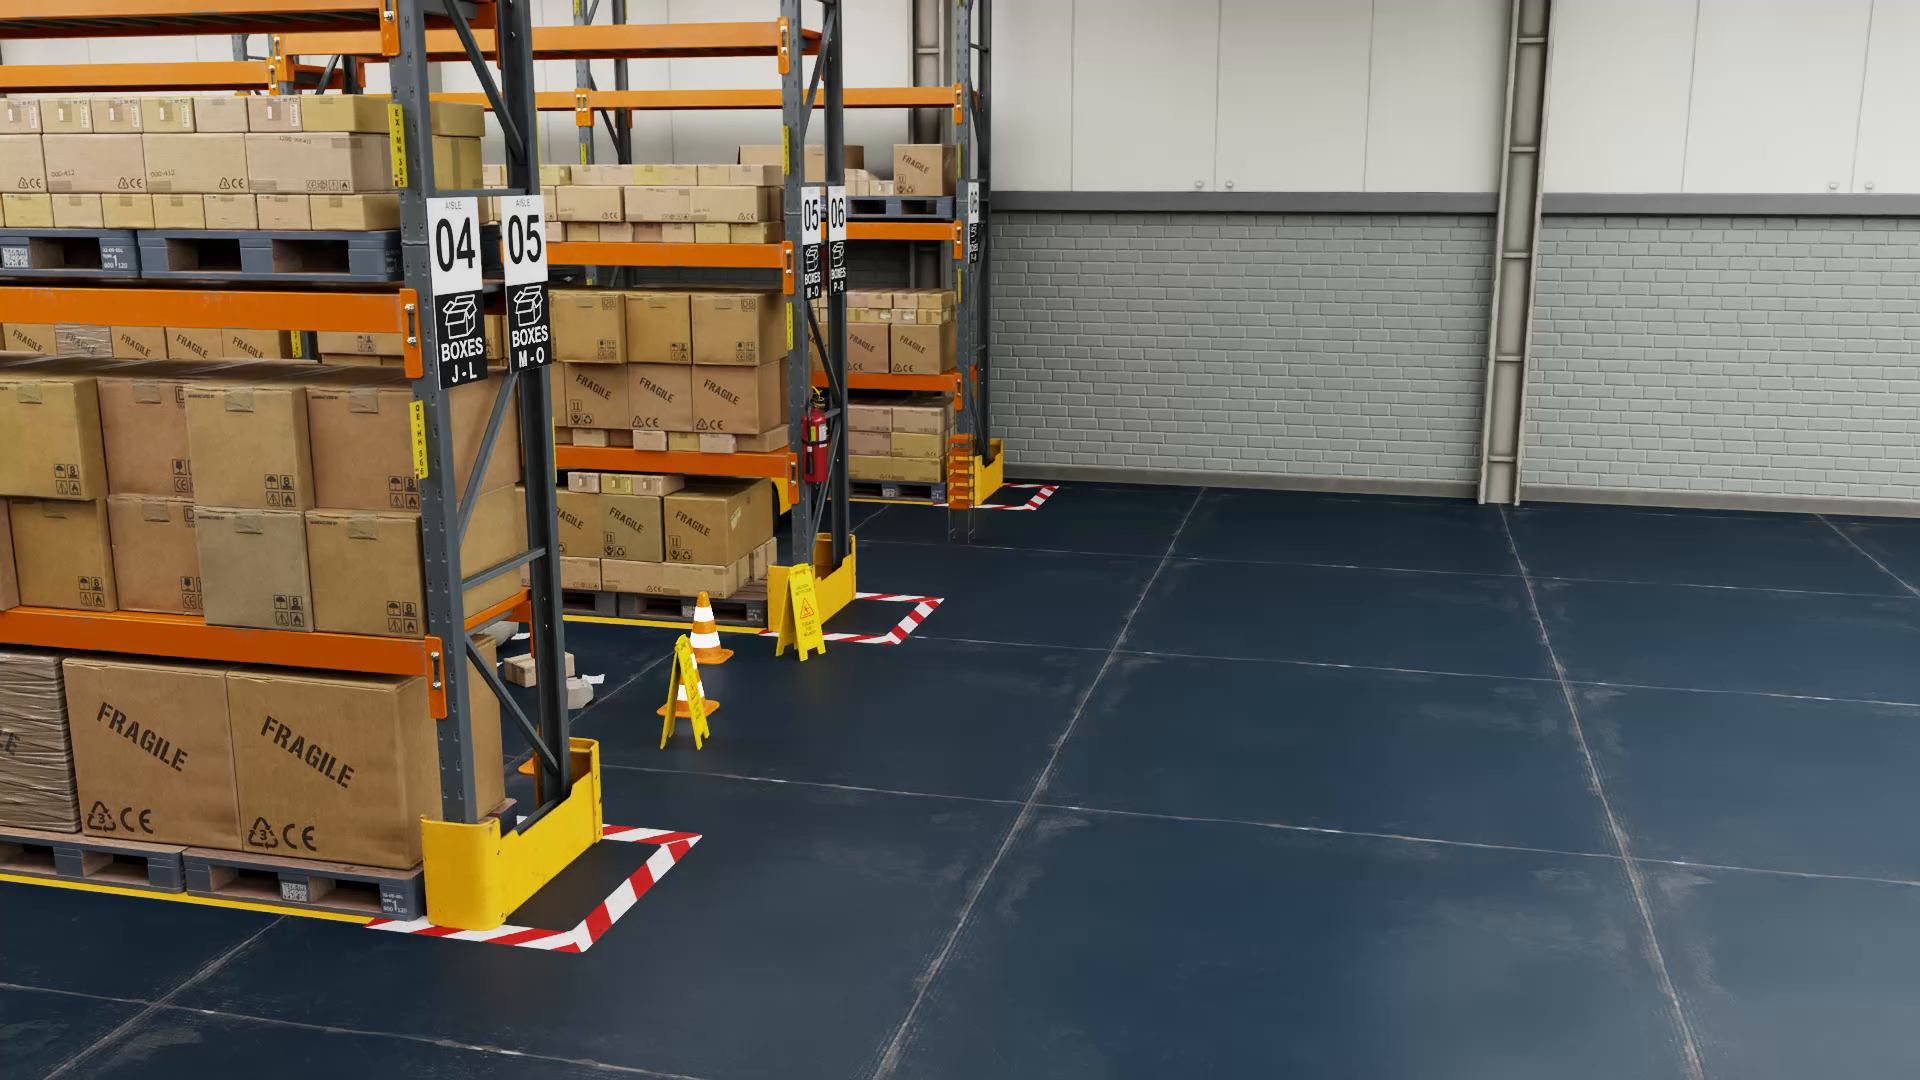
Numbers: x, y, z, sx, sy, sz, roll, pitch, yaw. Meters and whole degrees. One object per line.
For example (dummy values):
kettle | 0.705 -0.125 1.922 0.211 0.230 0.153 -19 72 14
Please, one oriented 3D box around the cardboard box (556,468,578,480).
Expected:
cardboard box | -3.299 -0.309 13.363 0.500 0.500 0.500 4 13 17

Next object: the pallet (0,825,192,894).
pallet | -4.108 1.420 8.363 1.213 0.211 1.003 3 13 14

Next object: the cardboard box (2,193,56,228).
cardboard box | -4.016 -1.474 7.420 0.250 0.149 0.380 3 13 14

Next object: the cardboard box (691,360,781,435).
cardboard box | -1.637 -1.063 12.199 0.500 0.500 0.500 3 13 13

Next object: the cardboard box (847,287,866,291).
cardboard box | -1.137 -2.572 17.501 0.250 0.149 0.380 3 13 15

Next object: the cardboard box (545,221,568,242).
cardboard box | -2.959 -2.271 12.214 0.250 0.149 0.380 3 13 13

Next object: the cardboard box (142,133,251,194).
cardboard box | -3.159 -1.636 7.231 0.500 0.250 0.500 3 13 14

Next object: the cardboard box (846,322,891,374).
cardboard box | -0.901 -1.991 17.067 0.500 0.500 0.500 3 13 15

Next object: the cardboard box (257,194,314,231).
cardboard box | -2.780 -1.407 7.123 0.250 0.149 0.380 3 13 14

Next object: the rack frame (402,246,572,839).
rack frame | -2.132 0.147 7.661 0.127 3.000 1.000 3 13 14

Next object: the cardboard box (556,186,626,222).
cardboard box | -2.598 -2.457 12.135 0.500 0.250 0.500 3 13 15

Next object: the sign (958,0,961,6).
sign | -0.002 -5.253 15.811 0.005 0.325 0.100 3 13 14

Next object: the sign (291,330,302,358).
sign | -5.057 -1.555 12.659 0.005 0.325 0.100 3 13 14

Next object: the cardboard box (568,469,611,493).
cardboard box | -2.755 -0.464 12.564 0.250 0.149 0.380 4 13 16

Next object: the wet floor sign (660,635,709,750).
wet floor sign | -1.629 0.882 9.786 0.232 0.644 0.267 1 13 4

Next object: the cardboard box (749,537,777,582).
cardboard box | -1.761 0.138 13.079 0.500 0.250 0.500 3 13 13

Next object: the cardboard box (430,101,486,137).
cardboard box | -2.380 -1.922 7.600 0.250 0.149 0.380 3 13 14

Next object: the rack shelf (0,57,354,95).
rack shelf | -6.869 -3.593 13.251 4.000 0.370 1.077 3 13 14

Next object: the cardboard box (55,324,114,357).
cardboard box | -6.921 -1.562 13.477 0.500 0.500 0.500 3 13 11

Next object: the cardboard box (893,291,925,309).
cardboard box | -0.504 -2.434 16.881 0.250 0.149 0.380 3 13 14

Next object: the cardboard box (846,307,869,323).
cardboard box | -0.992 -2.316 17.035 0.250 0.149 0.380 3 13 13

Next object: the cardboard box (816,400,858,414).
cardboard box | -1.370 -1.301 17.260 0.500 0.250 0.500 3 13 14

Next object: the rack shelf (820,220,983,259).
rack shelf | -1.800 -3.160 17.302 4.000 0.370 1.077 3 13 14

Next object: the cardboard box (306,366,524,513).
cardboard box | -2.483 -0.480 7.651 0.550 0.550 0.875 3 13 14

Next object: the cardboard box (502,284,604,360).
cardboard box | -3.053 -1.649 12.533 0.500 0.500 0.700 3 13 13

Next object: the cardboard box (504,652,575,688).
cardboard box | -2.800 0.850 11.077 0.250 0.149 0.380 12 17 43

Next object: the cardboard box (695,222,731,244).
cardboard box | -1.707 -2.206 11.924 0.250 0.149 0.380 3 13 14

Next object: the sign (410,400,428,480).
sign | -2.275 -0.420 6.999 0.005 0.325 0.100 3 13 14

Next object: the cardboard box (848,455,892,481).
cardboard box | -0.871 -0.791 17.270 0.500 0.250 0.500 3 13 14

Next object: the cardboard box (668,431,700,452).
cardboard box | -1.975 -0.758 12.322 0.250 0.149 0.380 3 13 13

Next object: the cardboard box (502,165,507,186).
cardboard box | -3.171 -2.689 12.259 0.250 0.149 0.380 3 13 15

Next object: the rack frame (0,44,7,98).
rack frame | -11.509 -5.494 19.239 0.127 3.000 1.000 3 13 14

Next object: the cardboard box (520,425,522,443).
cardboard box | -3.207 -0.824 12.621 0.250 0.149 0.380 3 13 13

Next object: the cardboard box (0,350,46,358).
cardboard box | -5.104 -0.630 8.326 0.550 0.550 0.875 3 13 14

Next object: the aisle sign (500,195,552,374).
aisle sign | -1.991 -1.181 7.647 0.004 0.787 0.394 3 13 14

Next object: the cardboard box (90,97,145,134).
cardboard box | -3.525 -1.837 7.216 0.250 0.149 0.380 3 13 14

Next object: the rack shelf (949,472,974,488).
rack shelf | 0.014 -0.542 15.126 0.180 0.103 0.258 3 13 14

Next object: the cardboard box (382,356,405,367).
cardboard box | -4.074 -1.198 12.806 0.500 0.500 0.500 3 13 13

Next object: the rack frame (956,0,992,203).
rack frame | 0.142 -4.872 16.432 0.127 3.000 1.000 3 13 14

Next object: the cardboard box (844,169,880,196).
cardboard box | -0.982 -3.588 16.680 0.258 0.266 0.396 3 13 14

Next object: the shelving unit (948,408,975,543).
shelving unit | 0.014 -0.585 15.117 0.189 1.200 0.258 3 13 14

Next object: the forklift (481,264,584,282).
forklift | -4.128 -1.520 15.334 3.031 2.935 1.130 11 16 39

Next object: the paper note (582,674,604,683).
paper note | -2.439 0.920 11.032 0.142 0.019 0.148 -1 13 -6

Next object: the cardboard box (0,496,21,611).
cardboard box | -4.619 -0.040 8.160 0.550 0.550 0.875 3 13 14

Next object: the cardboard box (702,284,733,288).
cardboard box | -2.608 -2.676 17.969 0.250 0.149 0.380 3 13 12

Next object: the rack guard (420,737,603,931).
rack guard | -2.109 1.369 7.926 0.348 0.500 1.175 3 13 14

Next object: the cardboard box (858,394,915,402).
cardboard box | -0.766 -1.384 17.631 0.500 0.250 0.500 3 13 14

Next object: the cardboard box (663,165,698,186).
cardboard box | -1.936 -2.616 11.930 0.250 0.149 0.380 3 13 13

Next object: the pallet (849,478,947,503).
pallet | -0.611 -0.612 17.523 1.213 0.211 1.003 3 13 14
